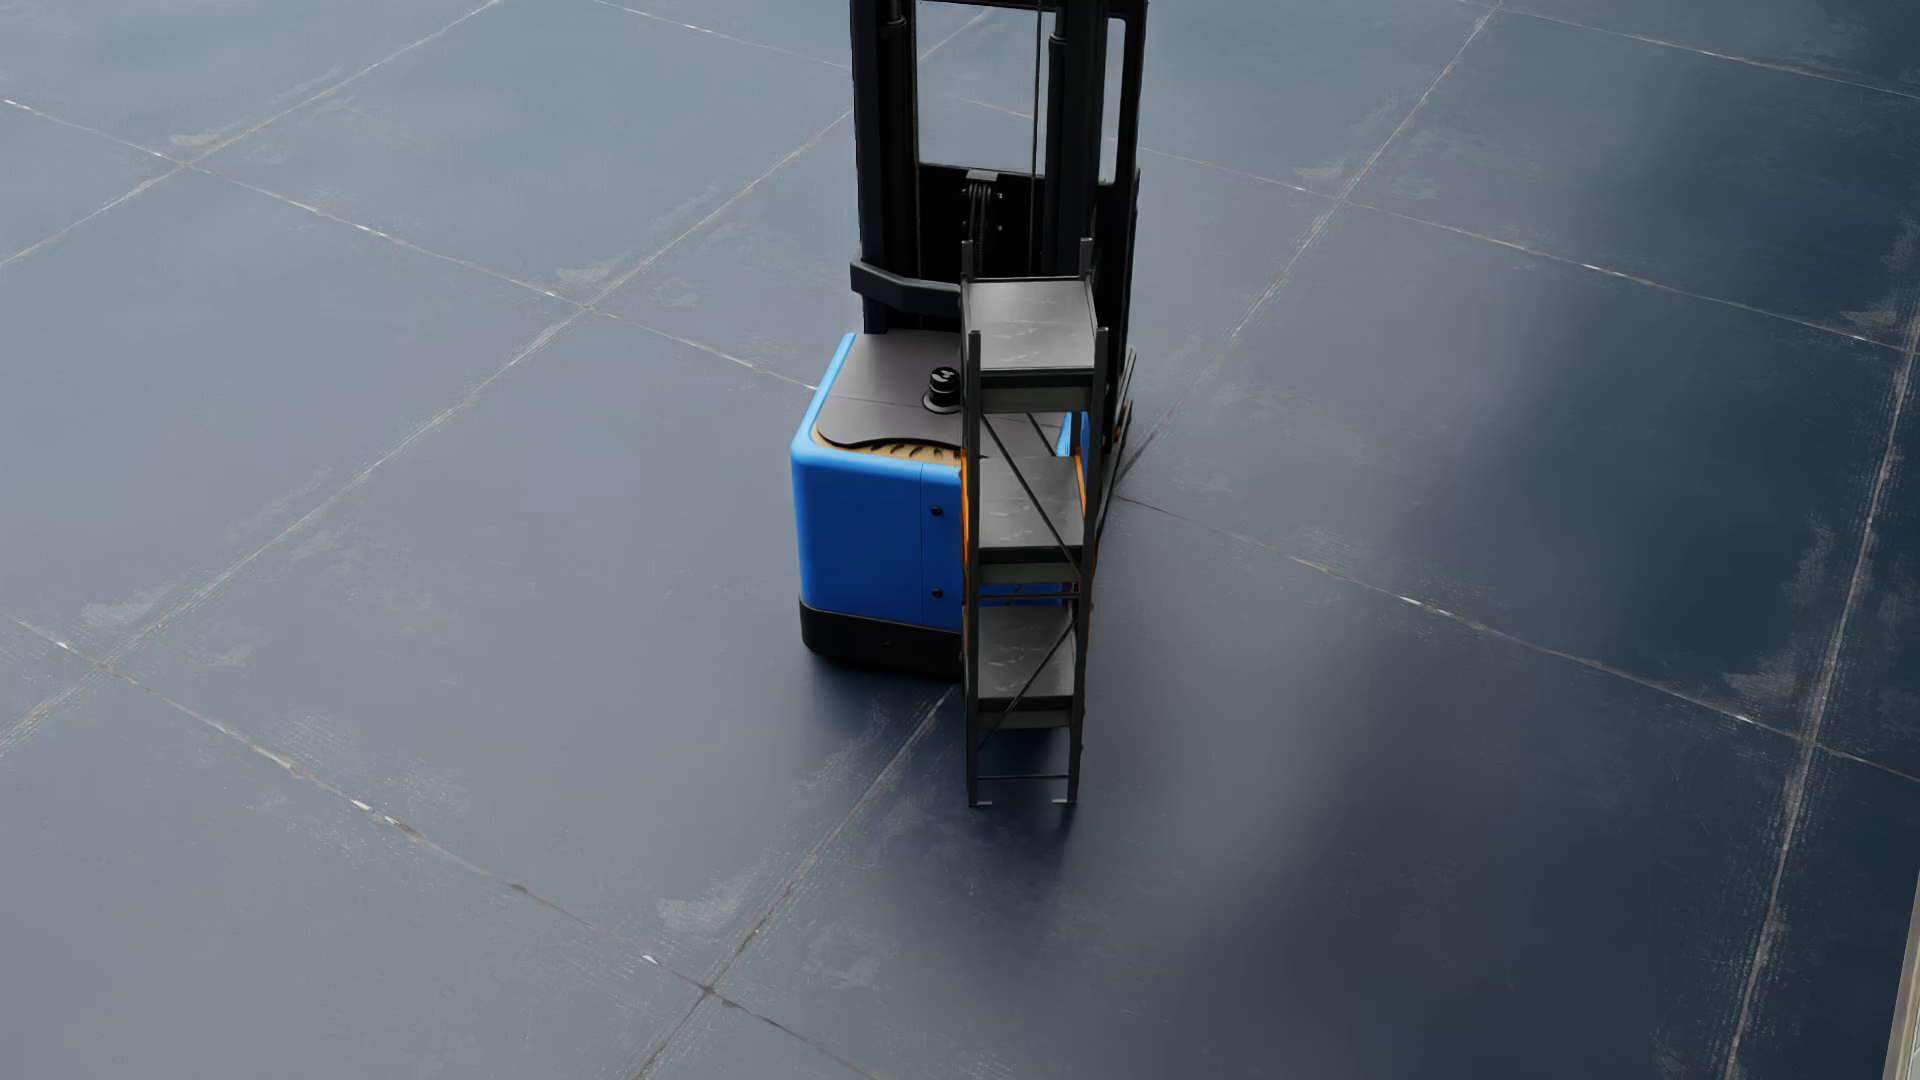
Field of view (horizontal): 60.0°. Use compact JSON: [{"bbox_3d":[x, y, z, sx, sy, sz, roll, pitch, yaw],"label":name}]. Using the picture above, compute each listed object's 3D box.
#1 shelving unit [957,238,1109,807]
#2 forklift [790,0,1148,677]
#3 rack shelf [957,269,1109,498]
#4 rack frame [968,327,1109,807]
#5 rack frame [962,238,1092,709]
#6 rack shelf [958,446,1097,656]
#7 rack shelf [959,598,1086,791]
[{"bbox_3d":[0.218,0.026,5.630,0.431,2.100,0.503,-1,41,-1],"label":"shelving unit"},{"bbox_3d":[0.191,-1.505,6.741,1.130,2.935,3.031,9,42,10],"label":"forklift"},{"bbox_3d":[0.216,-0.488,5.176,0.431,0.518,0.480,-1,41,-1],"label":"rack shelf"},{"bbox_3d":[0.227,0.188,5.447,0.400,2.100,0.015,-1,41,-1],"label":"rack frame"},{"bbox_3d":[0.209,-0.135,5.813,0.400,2.100,0.015,-1,41,-1],"label":"rack frame"},{"bbox_3d":[0.218,0.036,5.639,0.431,0.518,0.480,-1,41,-1],"label":"rack shelf"},{"bbox_3d":[0.220,0.561,6.102,0.431,0.518,0.480,-1,41,-1],"label":"rack shelf"}]
